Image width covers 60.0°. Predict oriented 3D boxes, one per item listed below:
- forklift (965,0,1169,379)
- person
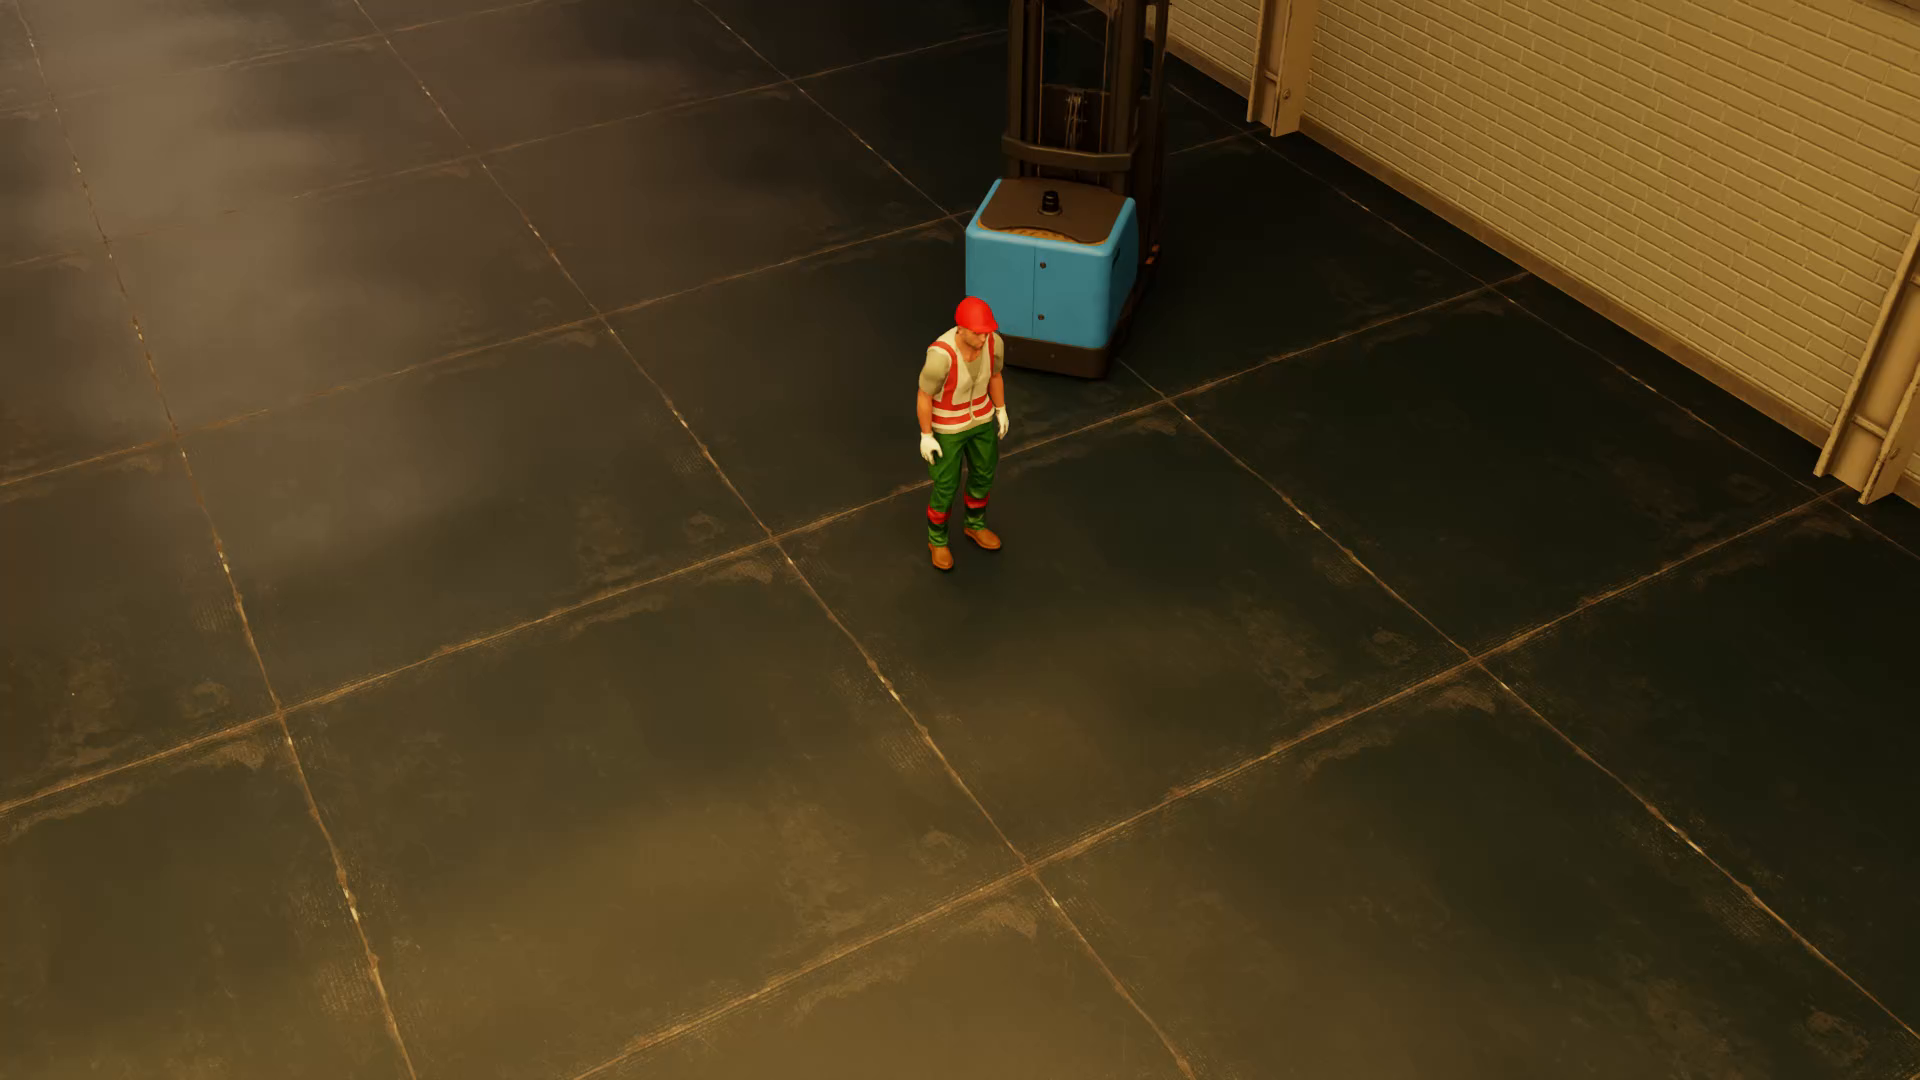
[{"bbox_3d":[0.940,-3.201,11.895,1.130,2.935,3.031,11,41,13],"label":"forklift"},{"bbox_3d":[0.029,-0.661,9.739,0.608,1.778,0.450,-22,44,-24],"label":"person"}]
